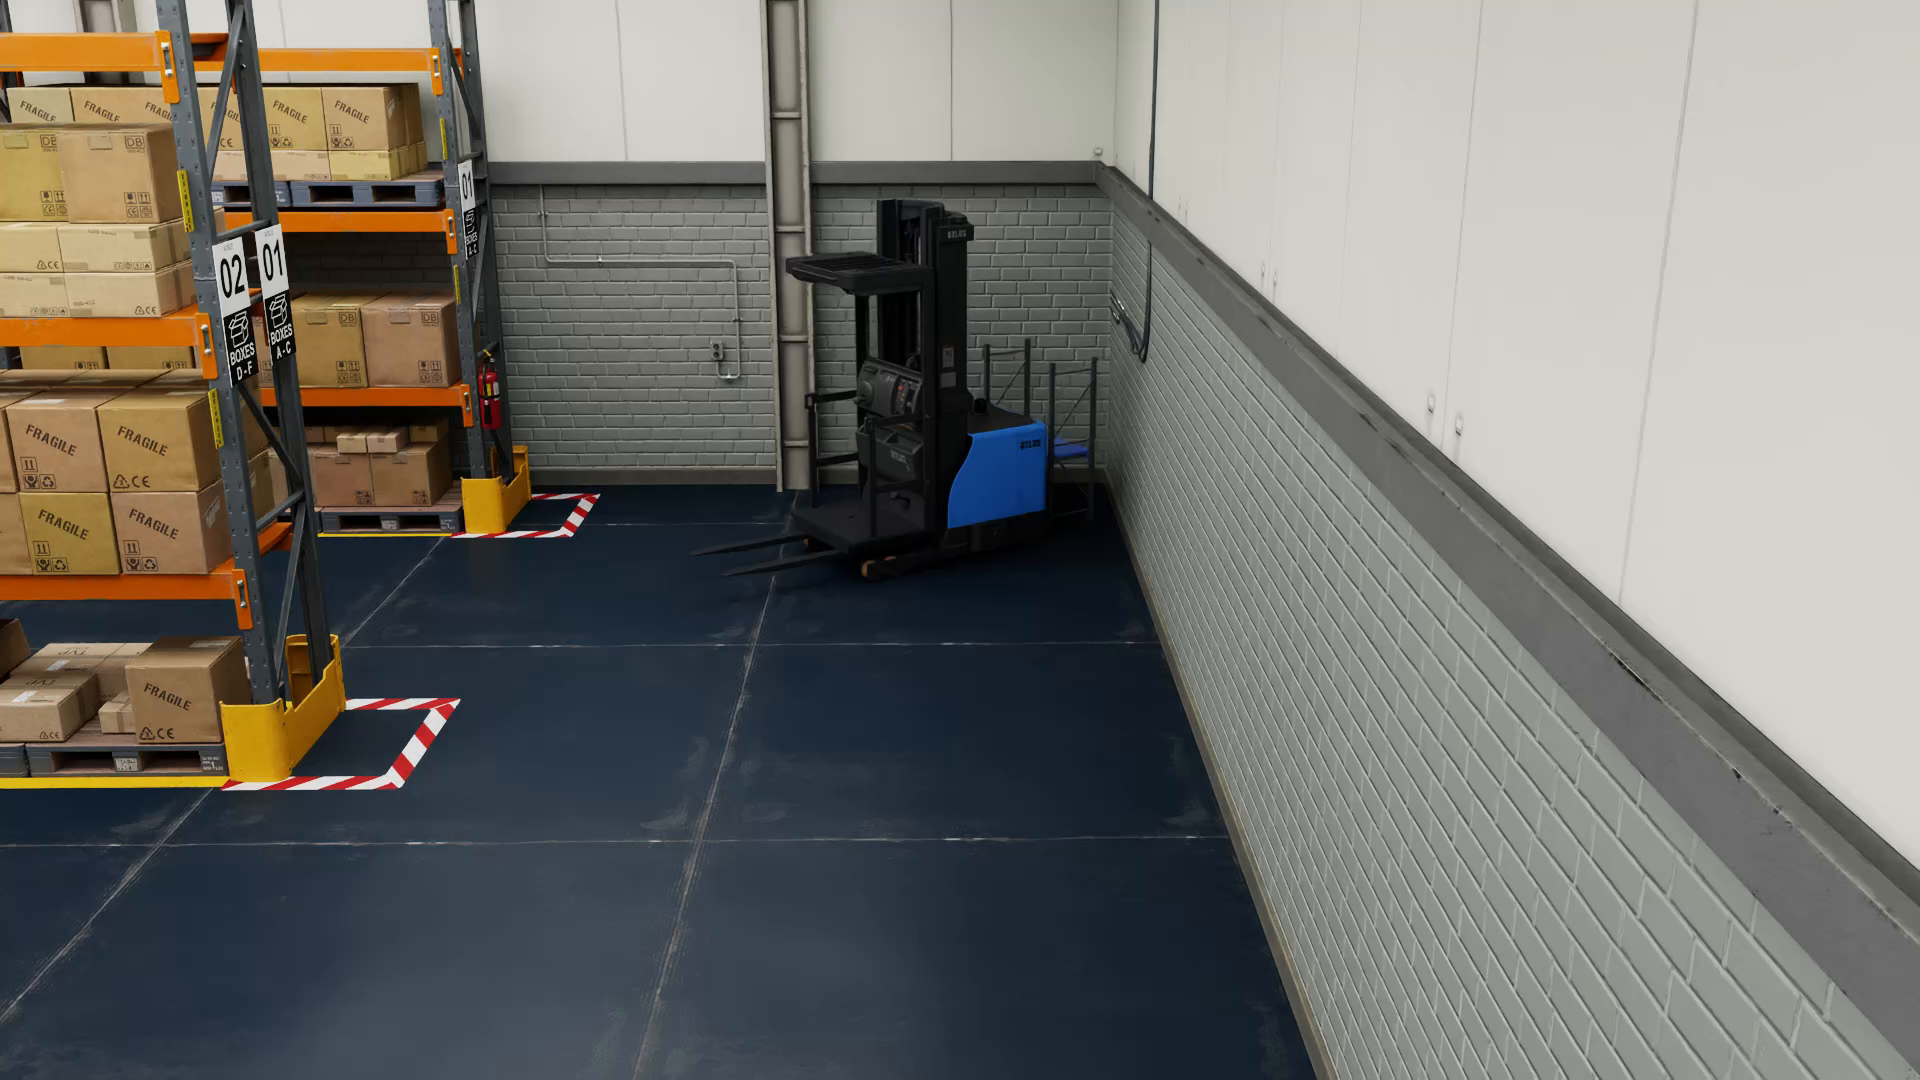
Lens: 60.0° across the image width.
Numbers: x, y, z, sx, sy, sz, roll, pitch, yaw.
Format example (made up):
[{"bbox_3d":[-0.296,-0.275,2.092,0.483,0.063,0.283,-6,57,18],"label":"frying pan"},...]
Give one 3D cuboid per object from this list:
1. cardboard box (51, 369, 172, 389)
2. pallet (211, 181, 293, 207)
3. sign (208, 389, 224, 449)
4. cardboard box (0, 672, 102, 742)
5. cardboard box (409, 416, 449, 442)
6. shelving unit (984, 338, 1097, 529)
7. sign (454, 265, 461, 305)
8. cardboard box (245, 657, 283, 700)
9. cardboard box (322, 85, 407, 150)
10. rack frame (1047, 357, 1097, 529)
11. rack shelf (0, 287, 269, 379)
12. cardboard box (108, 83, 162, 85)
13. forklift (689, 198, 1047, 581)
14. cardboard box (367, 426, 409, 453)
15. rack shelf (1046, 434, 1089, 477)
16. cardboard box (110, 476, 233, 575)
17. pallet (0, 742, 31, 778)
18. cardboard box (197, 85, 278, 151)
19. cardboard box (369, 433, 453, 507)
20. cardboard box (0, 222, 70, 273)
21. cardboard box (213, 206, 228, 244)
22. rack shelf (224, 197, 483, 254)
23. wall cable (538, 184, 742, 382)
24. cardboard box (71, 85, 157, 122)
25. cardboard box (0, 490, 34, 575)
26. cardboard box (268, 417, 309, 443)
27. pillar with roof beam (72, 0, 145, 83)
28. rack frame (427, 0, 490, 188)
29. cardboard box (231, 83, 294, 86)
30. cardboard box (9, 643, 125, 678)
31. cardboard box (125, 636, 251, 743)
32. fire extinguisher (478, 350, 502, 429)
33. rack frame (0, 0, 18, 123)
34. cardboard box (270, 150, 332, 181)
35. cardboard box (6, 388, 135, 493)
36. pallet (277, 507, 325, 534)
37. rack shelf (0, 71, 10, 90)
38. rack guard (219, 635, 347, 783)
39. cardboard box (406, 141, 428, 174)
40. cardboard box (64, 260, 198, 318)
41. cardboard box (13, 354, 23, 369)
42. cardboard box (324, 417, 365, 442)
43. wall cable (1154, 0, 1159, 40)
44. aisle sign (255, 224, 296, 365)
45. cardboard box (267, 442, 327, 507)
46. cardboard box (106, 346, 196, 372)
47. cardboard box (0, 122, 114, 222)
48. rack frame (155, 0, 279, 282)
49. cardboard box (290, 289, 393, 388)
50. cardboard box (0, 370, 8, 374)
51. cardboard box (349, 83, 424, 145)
[{"bbox_3d":[-5.140,-0.747,10.164,0.500,0.500,0.500,0,18,0],"label":"cardboard box"},{"bbox_3d":[-6.216,-3.035,14.332,1.213,0.211,1.003,0,18,-1],"label":"pallet"},{"bbox_3d":[-4.181,-0.682,9.349,0.005,0.325,0.100,0,18,-1],"label":"sign"},{"bbox_3d":[-5.660,1.024,10.227,0.500,0.250,0.500,0,18,-1],"label":"cardboard box"},{"bbox_3d":[-4.828,-1.009,15.124,0.250,0.149,0.380,0,18,0],"label":"cardboard box"},{"bbox_3d":[0.716,-0.989,15.176,0.538,1.500,1.048,-11,21,-31],"label":"shelving unit"},{"bbox_3d":[-4.257,-2.161,14.089,0.005,0.325,0.100,0,18,-1],"label":"sign"},{"bbox_3d":[-4.594,0.896,10.792,0.250,0.149,0.380,0,18,-1],"label":"cardboard box"},{"bbox_3d":[-4.979,-3.537,13.919,0.500,0.500,0.500,0,18,-1],"label":"cardboard box"},{"bbox_3d":[0.994,-0.859,14.770,0.500,1.500,0.032,-11,21,-31],"label":"rack frame"},{"bbox_3d":[-6.169,-1.225,9.724,4.000,0.370,1.077,0,18,-1],"label":"rack shelf"},{"bbox_3d":[-7.040,-3.682,14.370,0.500,0.500,0.500,-1,18,-3],"label":"cardboard box"},{"bbox_3d":[-0.755,-1.248,13.638,3.031,2.935,1.130,-11,21,-32],"label":"forklift"},{"bbox_3d":[-5.075,-0.891,14.756,0.250,0.149,0.380,0,18,-2],"label":"cardboard box"},{"bbox_3d":[0.716,-0.818,15.231,0.538,0.185,1.000,-11,21,-31],"label":"rack shelf"},{"bbox_3d":[-4.613,-0.112,9.821,0.500,0.500,0.500,0,18,1],"label":"cardboard box"},{"bbox_3d":[-6.260,1.188,10.499,1.213,0.211,1.003,0,18,-1],"label":"pallet"},{"bbox_3d":[-6.001,-3.533,13.906,0.500,0.500,0.500,-1,18,-3],"label":"cardboard box"},{"bbox_3d":[-4.950,-0.638,15.031,0.500,0.500,0.700,0,18,-1],"label":"cardboard box"},{"bbox_3d":[-5.179,-1.661,9.332,0.500,0.250,0.500,0,18,-1],"label":"cardboard box"},{"bbox_3d":[-4.687,-1.821,9.831,0.500,0.250,0.500,0,18,-1],"label":"cardboard box"},{"bbox_3d":[-6.251,-2.738,14.440,4.000,0.370,1.077,0,18,-1],"label":"rack shelf"},{"bbox_3d":[-2.986,-2.441,15.583,1.851,1.984,0.084,0,18,-1],"label":"wall cable"},{"bbox_3d":[-7.020,-3.527,13.887,0.500,0.500,0.500,-1,18,-2],"label":"cardboard box"},{"bbox_3d":[-5.631,-0.107,9.808,0.500,0.500,0.500,0,18,0],"label":"cardboard box"},{"bbox_3d":[-6.096,-1.002,15.103,0.250,0.149,0.380,0,18,0],"label":"cardboard box"},{"bbox_3d":[-7.497,-3.452,10.578,0.400,9.000,9.100,0,18,-1],"label":"pillar with roof beam"},{"bbox_3d":[-4.252,-4.519,13.902,0.127,3.000,1.000,0,18,-1],"label":"rack frame"},{"bbox_3d":[-6.018,-3.691,14.399,0.500,0.500,0.500,0,18,-1],"label":"cardboard box"},{"bbox_3d":[-5.718,0.871,10.702,0.500,0.250,0.500,0,18,-1],"label":"cardboard box"},{"bbox_3d":[-4.709,0.909,10.174,0.500,0.500,0.500,0,18,-1],"label":"cardboard box"},{"bbox_3d":[-4.093,-1.308,14.450,0.183,0.674,0.296,0,18,-1],"label":"fire extinguisher"},{"bbox_3d":[-8.251,-4.500,13.842,0.127,3.000,1.000,0,18,-1],"label":"rack frame"},{"bbox_3d":[-5.500,-3.179,14.031,0.500,0.250,0.500,-1,18,-3],"label":"cardboard box"},{"bbox_3d":[-5.115,-0.584,9.657,0.500,0.500,0.500,0,18,1],"label":"cardboard box"},{"bbox_3d":[-6.267,-0.302,15.143,1.213,0.211,1.003,0,18,-1],"label":"pallet"},{"bbox_3d":[-10.251,-3.957,13.983,4.000,0.370,1.077,0,18,-1],"label":"rack shelf"},{"bbox_3d":[-4.246,1.041,10.483,0.348,0.500,1.175,0,18,-1],"label":"rack guard"},{"bbox_3d":[-4.985,-3.338,14.527,0.500,0.250,0.500,1,18,2],"label":"cardboard box"},{"bbox_3d":[-4.679,-1.423,9.408,0.500,0.250,0.500,0,18,-1],"label":"cardboard box"},{"bbox_3d":[-8.589,-1.592,14.978,0.250,0.149,0.380,-1,18,-3],"label":"cardboard box"},{"bbox_3d":[-5.585,-1.005,15.112,0.250,0.149,0.380,0,18,0],"label":"cardboard box"},{"bbox_3d":[1.452,-4.537,10.774,0.112,2.526,3.097,0,18,-1],"label":"wall cable"},{"bbox_3d":[-4.106,-1.477,9.986,0.004,0.787,0.394,0,18,-1],"label":"aisle sign"},{"bbox_3d":[-5.953,-0.633,15.015,0.500,0.500,0.700,-1,18,-3],"label":"cardboard box"},{"bbox_3d":[-6.978,-1.785,14.711,0.700,0.700,0.980,-1,18,-2],"label":"cardboard box"},{"bbox_3d":[-5.184,-2.117,9.526,0.500,0.500,0.700,0,18,-1],"label":"cardboard box"},{"bbox_3d":[-4.170,-3.006,9.186,0.127,3.000,1.000,0,18,-1],"label":"rack frame"},{"bbox_3d":[-5.489,-1.793,14.734,0.700,0.700,0.980,0,18,-1],"label":"cardboard box"},{"bbox_3d":[-6.148,-0.743,10.152,0.500,0.500,0.500,0,18,-1],"label":"cardboard box"},{"bbox_3d":[-4.985,-3.694,14.408,0.500,0.500,0.500,-1,18,-3],"label":"cardboard box"}]
